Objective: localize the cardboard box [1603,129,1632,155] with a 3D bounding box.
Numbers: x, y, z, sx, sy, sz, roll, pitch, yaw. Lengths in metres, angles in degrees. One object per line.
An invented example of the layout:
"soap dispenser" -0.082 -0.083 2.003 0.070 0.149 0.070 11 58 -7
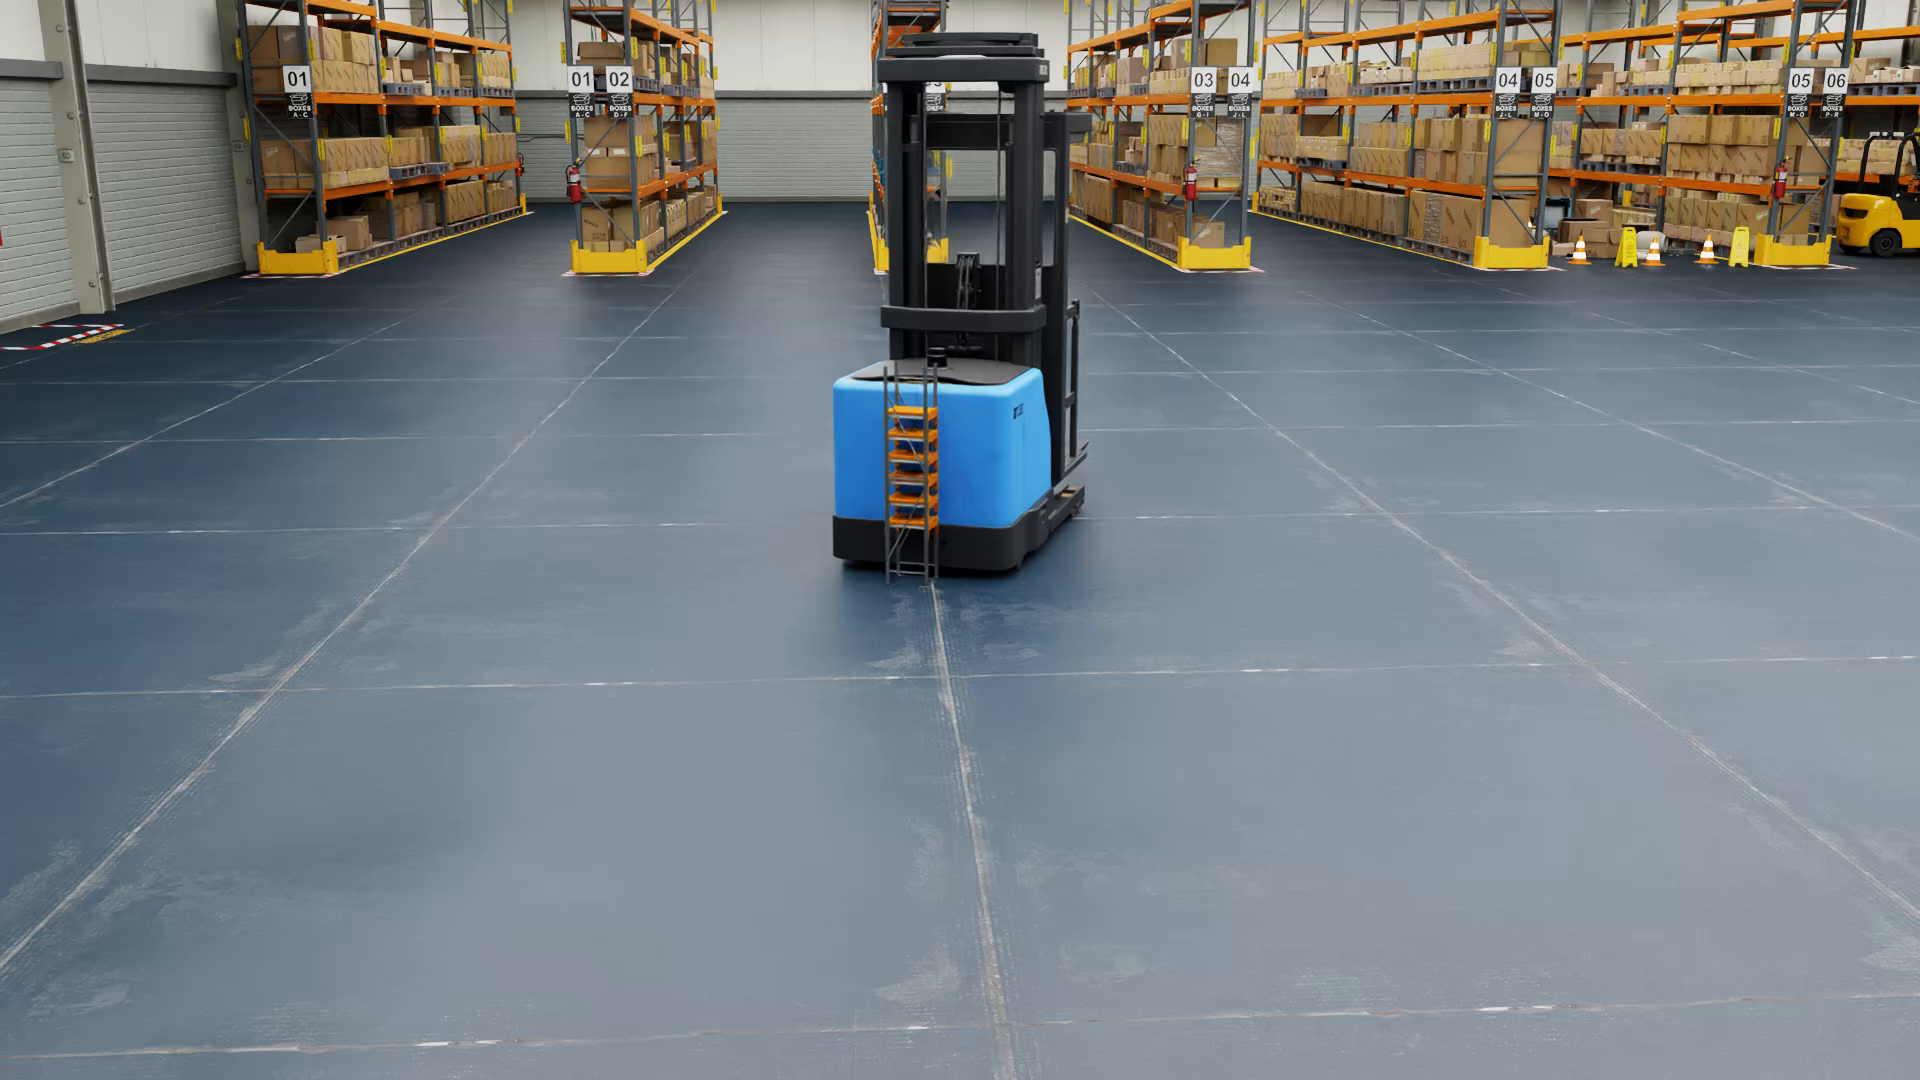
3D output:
"cardboard box" 13.486 -8.124 33.941 0.500 0.500 0.500 -1 14 -2

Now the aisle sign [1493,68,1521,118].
"aisle sign" 8.876 -7.251 26.970 0.394 0.787 0.004 -1 14 -3

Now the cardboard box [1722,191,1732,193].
"cardboard box" 18.164 -7.914 38.940 0.500 0.500 0.500 -1 14 -4

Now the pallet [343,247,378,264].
"pallet" -10.709 -4.907 28.674 1.003 0.211 1.213 -1 14 -3

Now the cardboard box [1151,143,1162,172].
"cardboard box" 3.929 -6.912 30.074 0.875 0.500 0.500 -1 14 -3

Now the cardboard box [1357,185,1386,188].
"cardboard box" 8.875 -7.535 35.960 0.500 0.250 0.500 -2 15 -6

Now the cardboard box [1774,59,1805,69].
"cardboard box" 13.790 -7.912 27.643 0.380 0.149 0.250 -1 14 -3

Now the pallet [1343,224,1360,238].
"pallet" 8.649 -6.456 34.695 1.003 0.211 1.213 -1 14 -3

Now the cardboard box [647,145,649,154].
"cardboard box" -5.613 -6.788 28.886 0.380 0.149 0.250 0 14 -2

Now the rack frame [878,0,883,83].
"rack frame" -0.977 -9.786 30.003 1.000 3.000 0.127 -1 14 -3

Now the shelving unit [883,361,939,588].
"shelving unit" -0.262 -0.349 8.975 0.258 1.200 0.189 4 15 15

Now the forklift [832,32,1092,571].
"forklift" 0.177 -1.575 10.264 1.130 2.935 3.031 4 15 15

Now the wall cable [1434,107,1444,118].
"wall cable" 14.157 -12.014 48.660 0.588 1.984 0.122 -1 14 -3

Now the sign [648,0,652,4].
"sign" -6.959 -12.187 37.301 0.100 0.325 0.005 -1 14 -3

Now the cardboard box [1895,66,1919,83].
"cardboard box" 18.524 -9.026 32.201 0.500 0.311 0.500 -1 14 -5

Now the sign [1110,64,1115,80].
"sign" 3.165 -9.687 34.440 0.100 0.325 0.005 -1 14 -3

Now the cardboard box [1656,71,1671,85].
"cardboard box" 13.677 -8.837 31.790 0.500 0.250 0.500 -1 14 -5

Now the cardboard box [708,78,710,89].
"cardboard box" -6.319 -11.039 40.190 0.500 0.250 0.500 -1 14 -3

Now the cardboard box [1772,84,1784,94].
"cardboard box" 13.804 -7.531 27.761 0.380 0.149 0.250 -1 14 -3

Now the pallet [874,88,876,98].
"pallet" -1.326 -10.038 37.381 1.213 0.211 1.003 -1 14 -3

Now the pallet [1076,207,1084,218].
"pallet" 3.424 -8.091 41.049 1.003 0.211 1.213 -1 14 -3

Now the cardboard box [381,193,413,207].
"cardboard box" -11.006 -6.640 32.441 0.500 0.250 0.500 -1 14 -4

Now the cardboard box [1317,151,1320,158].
"cardboard box" 8.112 -8.520 36.782 0.380 0.149 0.250 0 14 -2

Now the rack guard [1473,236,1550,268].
"rack guard" 9.173 -4.798 27.669 1.175 0.500 0.348 -1 14 -3

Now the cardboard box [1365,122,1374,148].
"cardboard box" 8.726 -8.299 34.053 0.700 0.500 0.500 -1 14 -4

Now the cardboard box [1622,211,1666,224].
"cardboard box" 13.775 -6.350 33.119 0.950 0.372 0.625 0 14 0

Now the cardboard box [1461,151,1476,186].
"cardboard box" 9.047 -6.315 28.248 0.875 0.550 0.550 -1 14 -3

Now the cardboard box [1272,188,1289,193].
"cardboard box" 8.004 -8.708 41.535 0.380 0.149 0.250 0 14 -1

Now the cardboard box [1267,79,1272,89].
"cardboard box" 7.981 -11.372 41.485 0.500 0.250 0.500 -1 14 -4

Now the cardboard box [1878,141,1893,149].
"cardboard box" 18.424 -7.821 32.901 0.380 0.149 0.250 -1 14 -5

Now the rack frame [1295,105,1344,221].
"rack frame" 8.428 -8.998 38.980 1.000 3.000 0.127 -1 14 -3

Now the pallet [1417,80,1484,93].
"pallet" 8.964 -8.215 30.093 1.003 0.211 1.213 -1 14 -3

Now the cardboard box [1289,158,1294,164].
"cardboard box" 8.052 -9.007 39.516 0.380 0.149 0.250 -1 14 -5

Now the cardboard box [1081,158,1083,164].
"cardboard box" 3.094 -9.024 39.583 0.380 0.149 0.250 -1 14 -4

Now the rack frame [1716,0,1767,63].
"rack frame" 18.316 -12.083 38.929 1.000 3.000 0.127 -1 14 -3

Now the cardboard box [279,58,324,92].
"cardboard box" -10.388 -7.331 26.239 0.500 0.500 0.500 -1 14 -2

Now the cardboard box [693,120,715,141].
"cardboard box" -6.330 -10.090 41.017 0.500 0.500 0.500 0 14 -2

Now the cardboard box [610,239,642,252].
"cardboard box" -5.484 -4.819 27.412 0.500 0.250 0.500 -1 14 -3

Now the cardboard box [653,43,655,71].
"cardboard box" -5.978 -9.047 31.103 0.500 0.500 0.500 1 14 2

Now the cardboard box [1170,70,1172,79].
"cardboard box" 3.848 -8.058 28.805 0.380 0.149 0.250 -1 14 -2

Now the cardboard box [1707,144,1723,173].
"cardboard box" 13.731 -6.814 29.693 0.500 0.500 0.500 -1 14 -3

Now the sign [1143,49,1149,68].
"sign" 3.413 -8.842 30.523 0.100 0.325 0.005 -1 14 -3

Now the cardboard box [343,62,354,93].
"cardboard box" -10.476 -7.727 27.778 0.500 0.500 0.500 0 14 0

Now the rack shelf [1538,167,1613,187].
"rack shelf" 13.486 -8.254 37.531 1.077 0.370 4.000 -1 14 -3

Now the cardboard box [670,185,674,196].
"cardboard box" -6.536 -7.663 36.419 0.500 0.250 0.500 -1 14 -4

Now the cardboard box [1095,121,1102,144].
"cardboard box" 3.519 -9.323 38.026 0.797 0.503 0.637 -1 14 -5

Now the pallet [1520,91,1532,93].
"pallet" 13.468 -10.233 38.142 0.805 0.209 1.217 -1 15 -6

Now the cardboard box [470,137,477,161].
"cardboard box" -11.039 -8.682 36.913 0.500 0.500 0.500 -1 14 -3

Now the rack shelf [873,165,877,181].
"rack shelf" -1.348 -8.025 36.639 1.077 0.370 4.000 -1 14 -3

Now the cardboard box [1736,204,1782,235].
"cardboard box" 13.796 -5.546 28.731 0.500 0.500 0.500 -1 14 -3

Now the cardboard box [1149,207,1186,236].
"cardboard box" 3.950 -6.113 31.899 0.700 0.500 0.500 -2 15 -8

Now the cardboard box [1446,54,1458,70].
"cardboard box" 8.771 -8.282 28.836 0.500 0.250 0.500 -1 14 -3

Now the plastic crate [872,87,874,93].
"plastic crate" -1.891 -10.705 39.830 0.437 0.282 0.530 -1 14 -3

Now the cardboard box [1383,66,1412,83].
"cardboard box" 8.595 -9.103 32.501 0.500 0.311 0.500 -1 14 -5

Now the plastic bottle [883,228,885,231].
"plastic bottle" -1.303 -5.451 29.627 0.144 0.351 0.185 -1 14 -4
